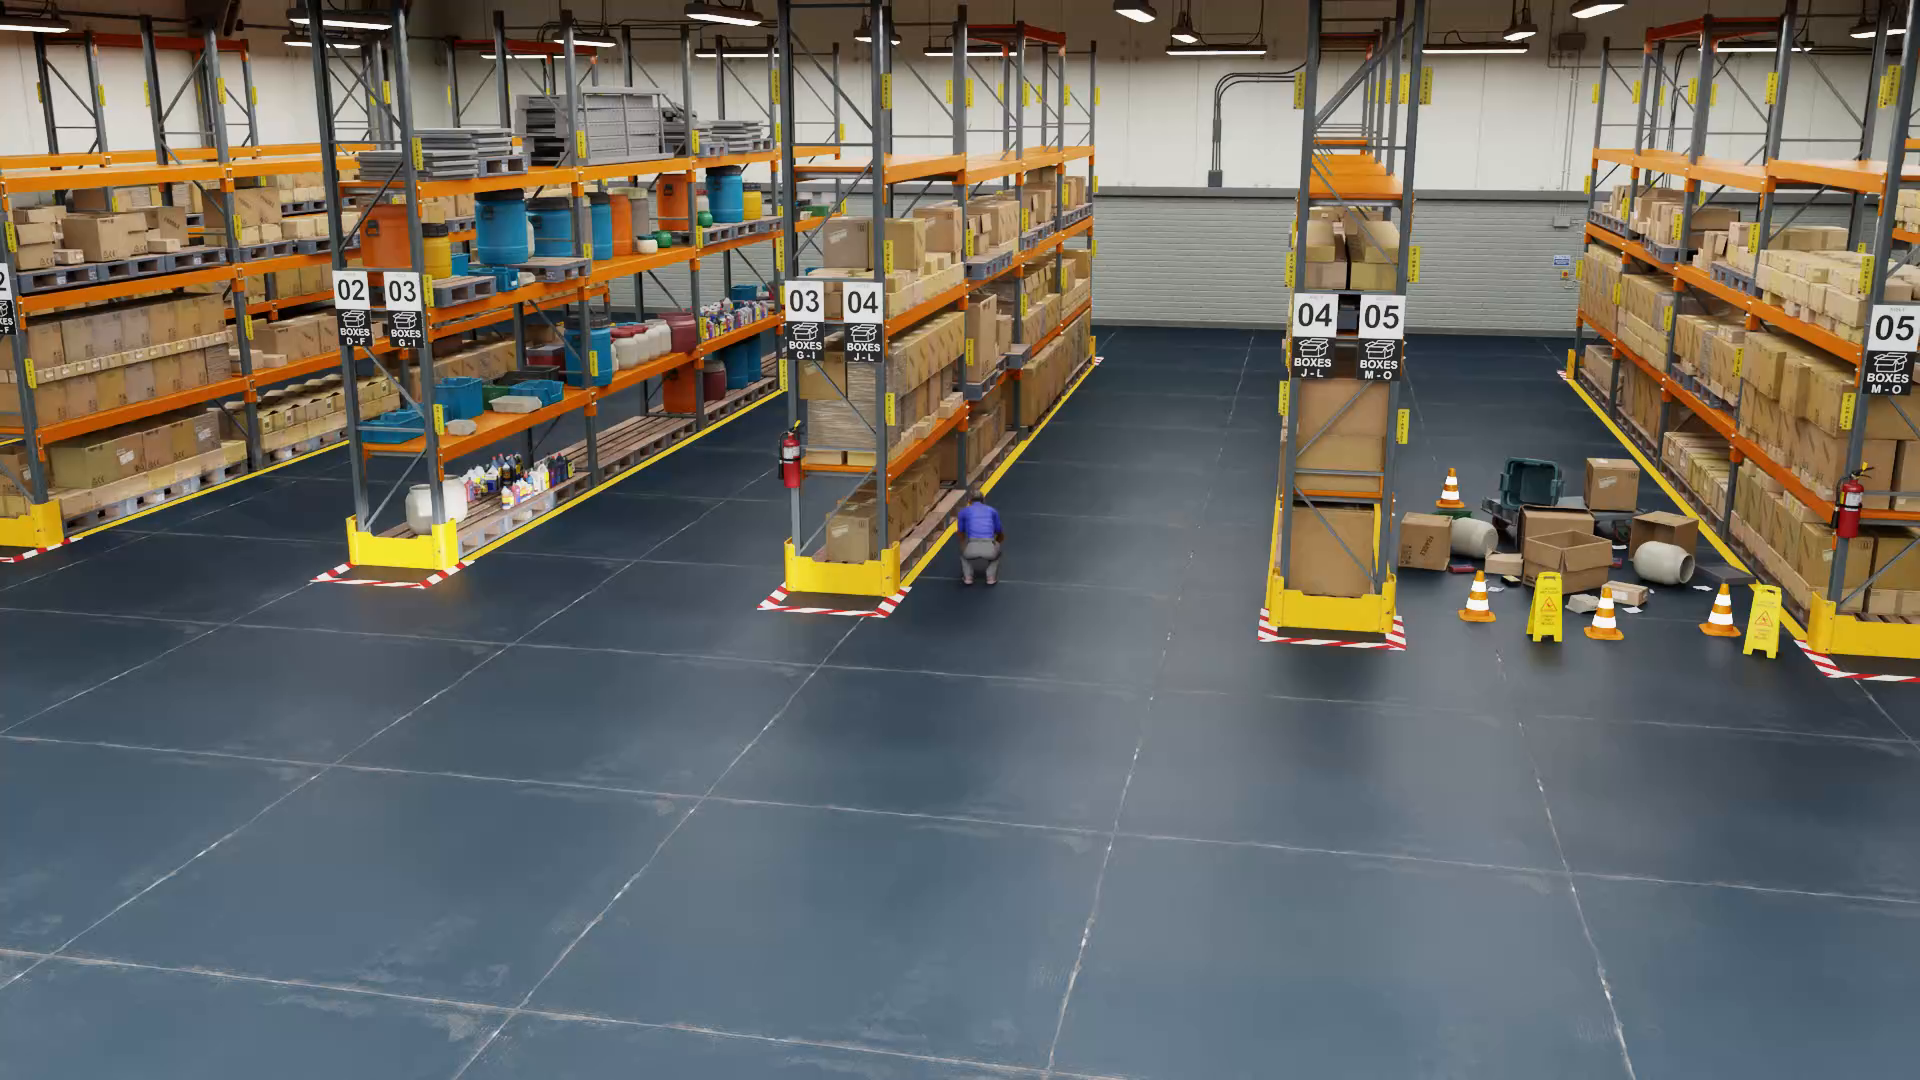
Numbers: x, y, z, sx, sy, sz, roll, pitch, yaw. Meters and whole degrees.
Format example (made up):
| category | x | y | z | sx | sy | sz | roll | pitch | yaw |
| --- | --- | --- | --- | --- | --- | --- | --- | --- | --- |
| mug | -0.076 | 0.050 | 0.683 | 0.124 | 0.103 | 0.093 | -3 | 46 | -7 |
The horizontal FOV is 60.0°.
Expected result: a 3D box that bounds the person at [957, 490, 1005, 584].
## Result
| category | x | y | z | sx | sy | sz | roll | pitch | yaw |
| --- | --- | --- | --- | --- | --- | --- | --- | --- | --- |
| person | 0.213 | -0.034 | 17.629 | 0.518 | 0.917 | 0.821 | 1 | 15 | 3 |
